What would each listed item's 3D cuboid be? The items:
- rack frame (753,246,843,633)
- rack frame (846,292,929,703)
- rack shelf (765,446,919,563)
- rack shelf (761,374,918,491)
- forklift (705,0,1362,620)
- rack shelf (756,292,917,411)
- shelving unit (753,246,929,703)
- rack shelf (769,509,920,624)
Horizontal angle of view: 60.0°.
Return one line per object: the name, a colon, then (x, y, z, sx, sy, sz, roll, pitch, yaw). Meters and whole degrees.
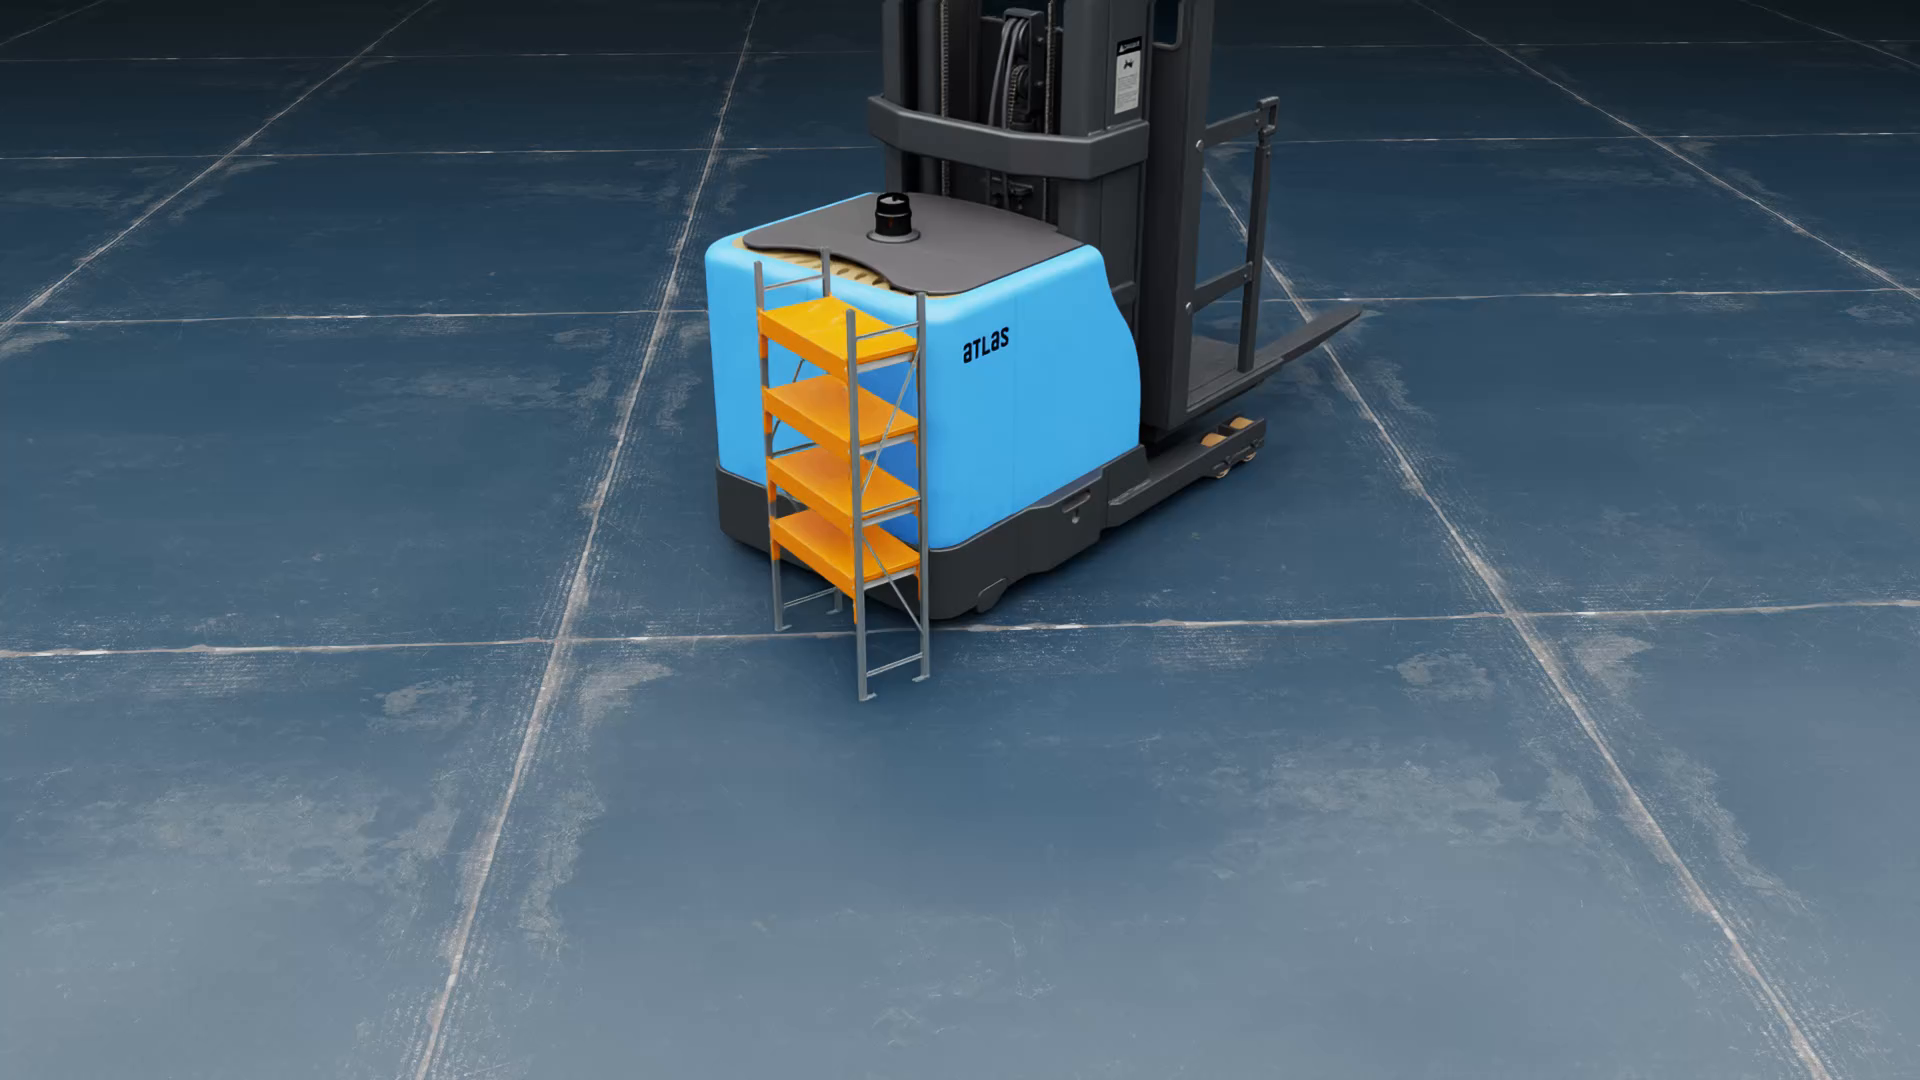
rack frame: (-0.476, -0.276, 4.982, 0.240, 1.200, 0.015, -18, 33, -31)
rack frame: (-0.193, -0.092, 4.629, 0.240, 1.200, 0.015, -18, 33, -31)
rack shelf: (-0.335, -0.125, 4.837, 0.258, 0.148, 0.480, -18, 33, -31)
rack shelf: (-0.335, -0.323, 4.733, 0.258, 0.148, 0.480, -18, 33, -31)
forklift: (0.511, -1.662, 5.767, 1.130, 2.935, 3.031, 21, 34, 35)
rack shelf: (-0.335, -0.533, 4.624, 0.258, 0.148, 0.480, -18, 33, -31)
shelving unit: (-0.335, -0.184, 4.806, 0.258, 1.200, 0.503, -18, 33, -31)
rack shelf: (-0.335, 0.051, 4.929, 0.258, 0.148, 0.480, -18, 33, -31)
